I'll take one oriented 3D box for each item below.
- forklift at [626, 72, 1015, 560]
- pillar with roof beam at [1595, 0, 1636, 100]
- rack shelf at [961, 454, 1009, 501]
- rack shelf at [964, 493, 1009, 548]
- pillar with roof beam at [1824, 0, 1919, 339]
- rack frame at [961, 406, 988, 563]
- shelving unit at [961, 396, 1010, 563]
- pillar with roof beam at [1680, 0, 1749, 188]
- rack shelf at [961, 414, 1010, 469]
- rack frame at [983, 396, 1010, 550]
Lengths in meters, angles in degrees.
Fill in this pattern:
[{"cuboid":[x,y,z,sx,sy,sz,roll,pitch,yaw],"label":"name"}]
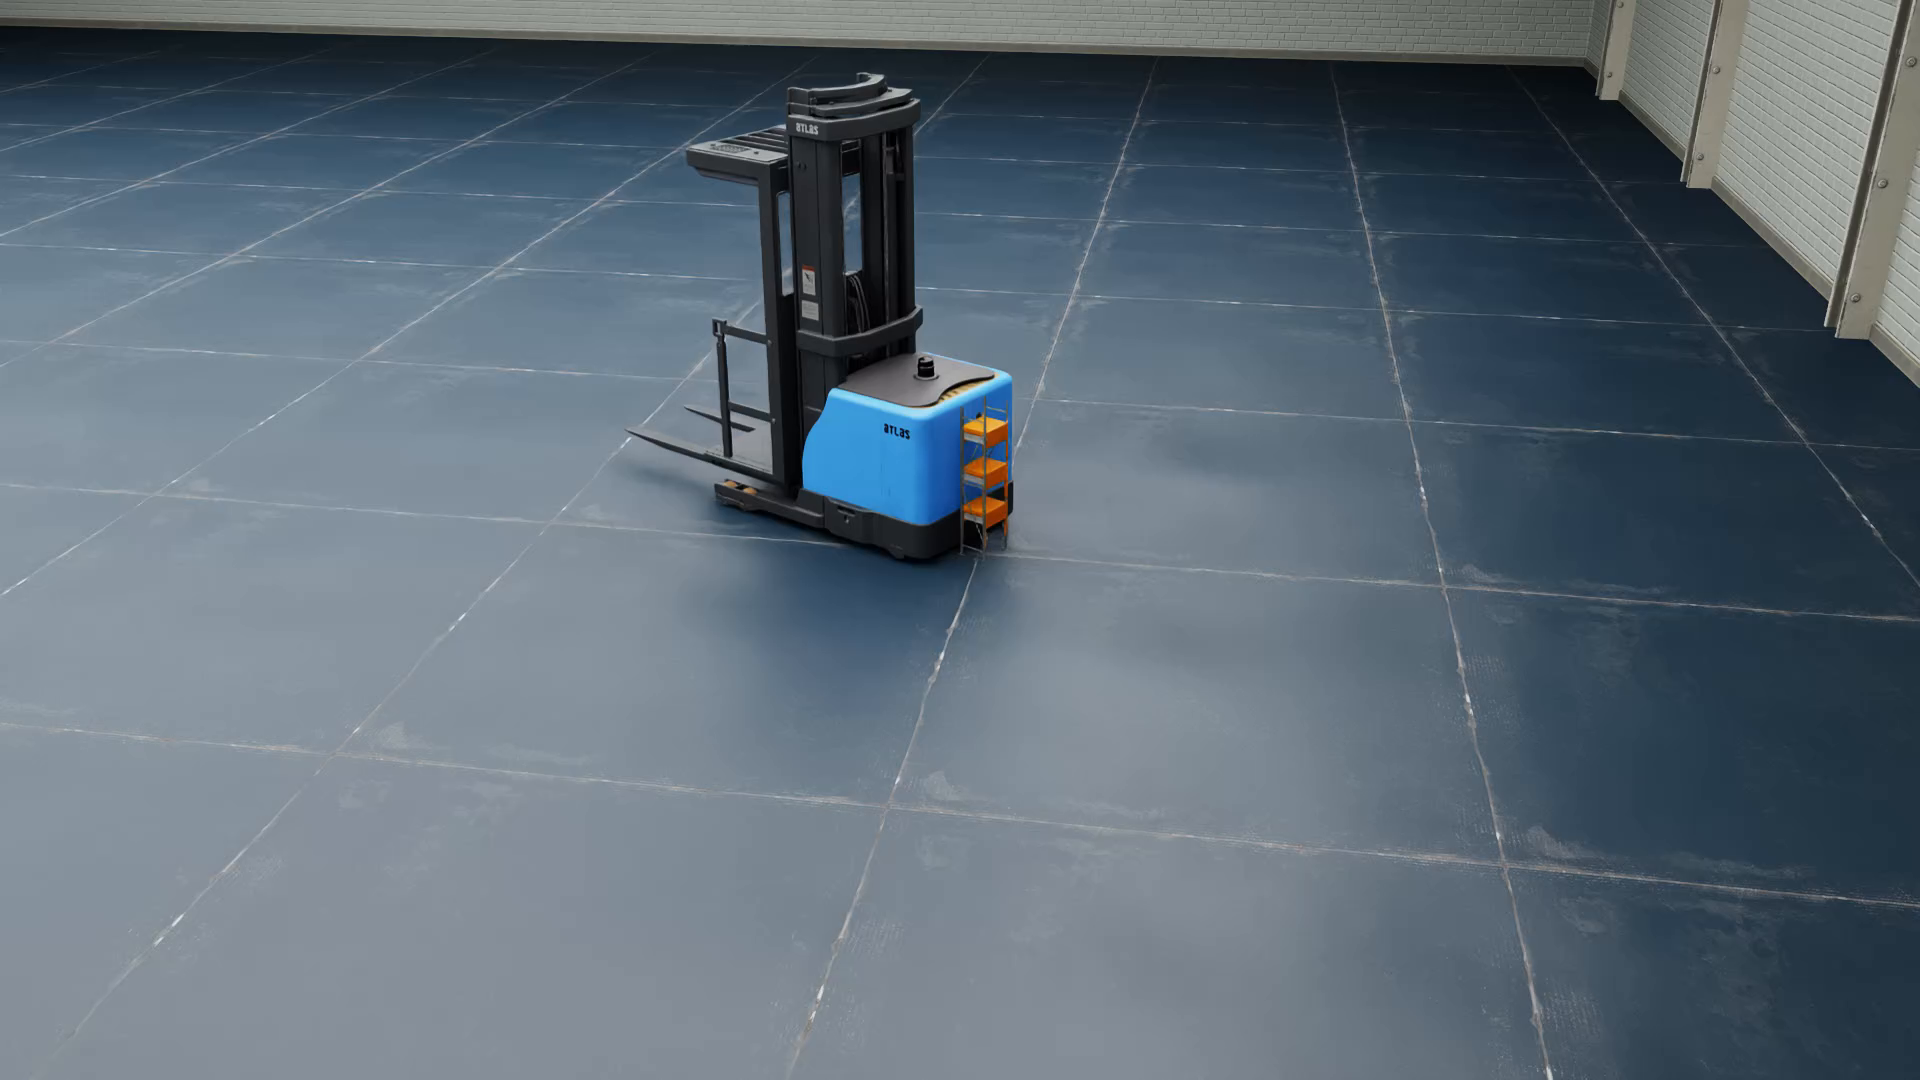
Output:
[{"cuboid":[-1.107,-1.683,11.389,3.031,2.935,1.130,18,30,33],"label":"forklift"},{"cuboid":[5.910,-11.312,24.802,9.100,9.000,0.400,4,25,9],"label":"pillar with roof beam"},{"cuboid":[0.165,-0.383,10.855,0.215,0.259,0.240,18,30,33],"label":"rack shelf"},{"cuboid":[0.165,-0.132,10.973,0.215,0.259,0.240,18,30,33],"label":"rack shelf"},{"cuboid":[3.949,-6.293,14.080,9.100,9.000,0.400,4,25,9],"label":"pillar with roof beam"},{"cuboid":[0.092,-0.352,10.762,0.200,1.050,0.008,18,30,33],"label":"rack frame"},{"cuboid":[0.165,-0.393,10.850,0.215,1.050,0.252,18,30,33],"label":"shelving unit"},{"cuboid":[4.929,-8.802,19.441,9.100,9.000,0.400,4,25,9],"label":"pillar with roof beam"},{"cuboid":[0.166,-0.640,10.734,0.215,0.259,0.240,18,30,33],"label":"rack shelf"},{"cuboid":[0.239,-0.434,10.939,0.200,1.050,0.008,18,30,33],"label":"rack frame"}]
